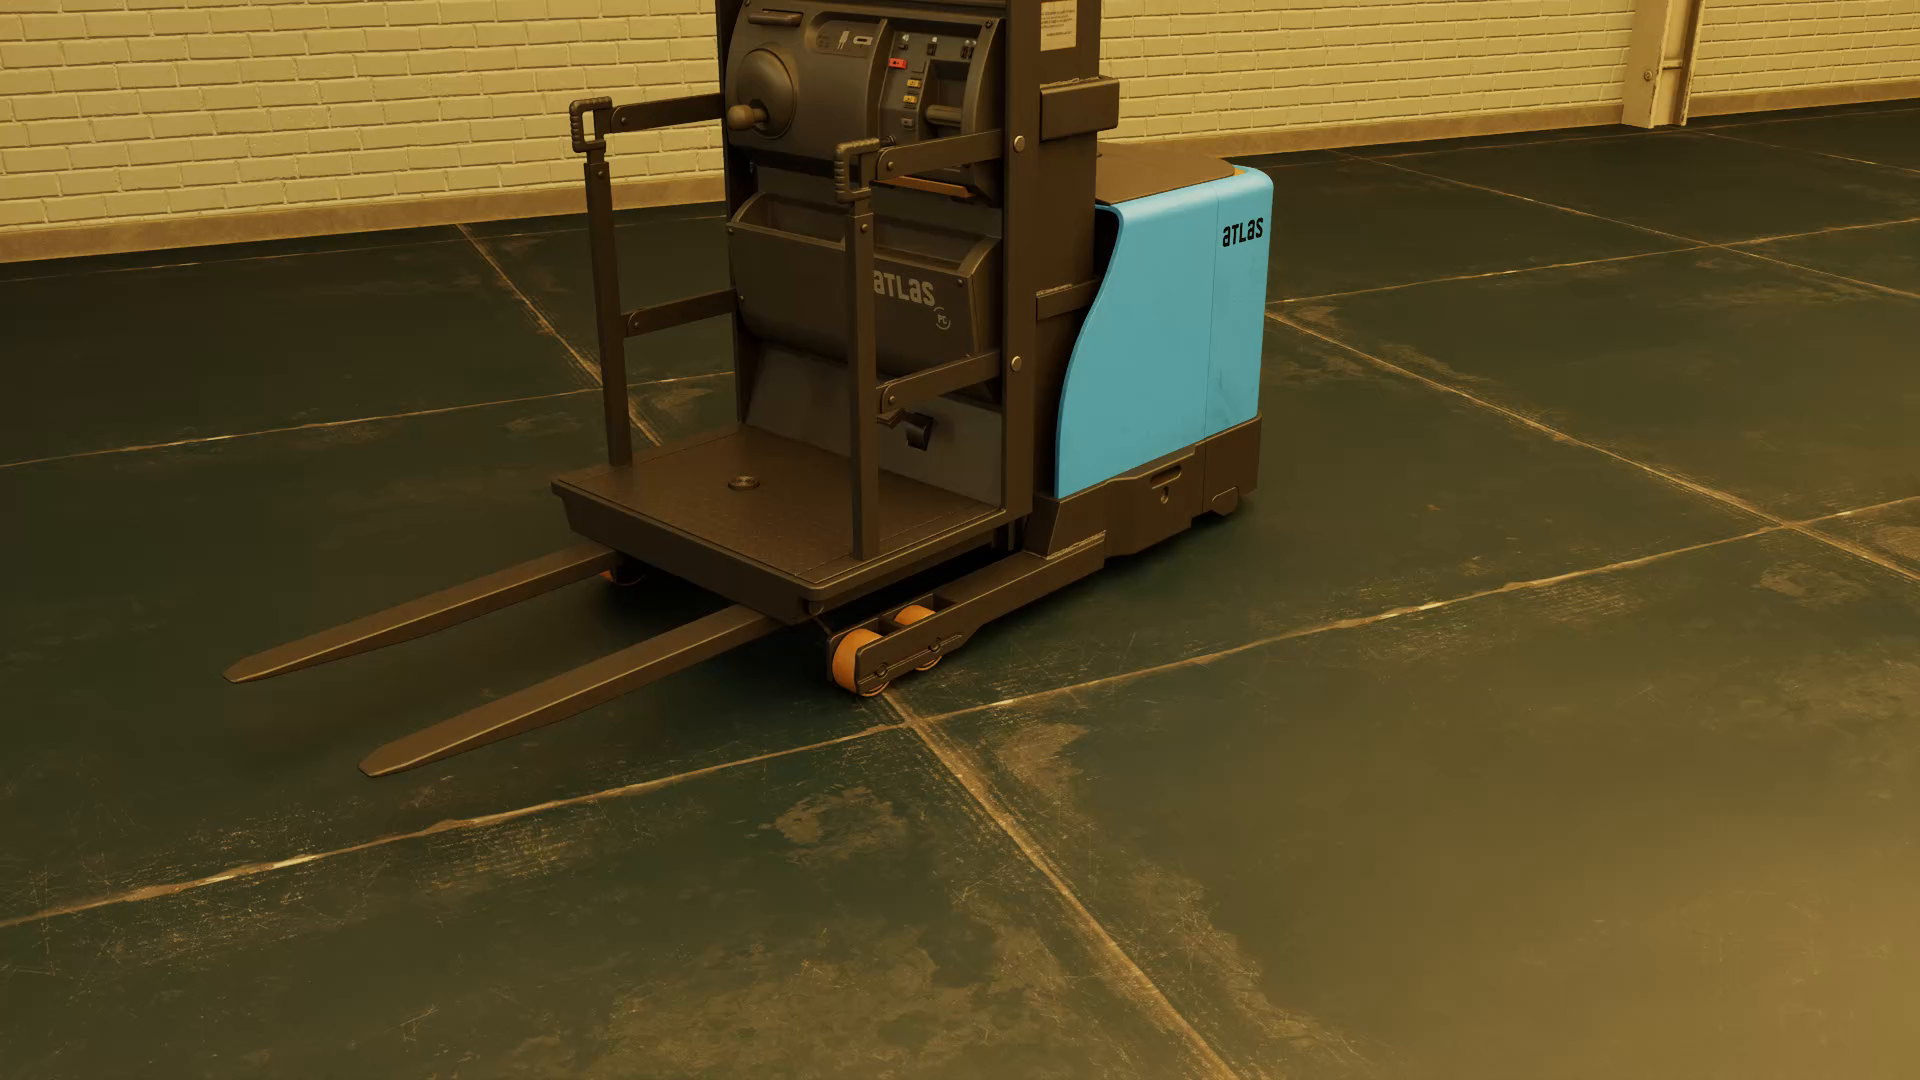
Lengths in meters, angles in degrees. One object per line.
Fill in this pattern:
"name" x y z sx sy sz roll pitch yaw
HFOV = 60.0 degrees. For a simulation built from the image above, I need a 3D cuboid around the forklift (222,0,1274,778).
"forklift" -0.413 -1.182 4.131 1.130 2.935 3.031 19 29 39
